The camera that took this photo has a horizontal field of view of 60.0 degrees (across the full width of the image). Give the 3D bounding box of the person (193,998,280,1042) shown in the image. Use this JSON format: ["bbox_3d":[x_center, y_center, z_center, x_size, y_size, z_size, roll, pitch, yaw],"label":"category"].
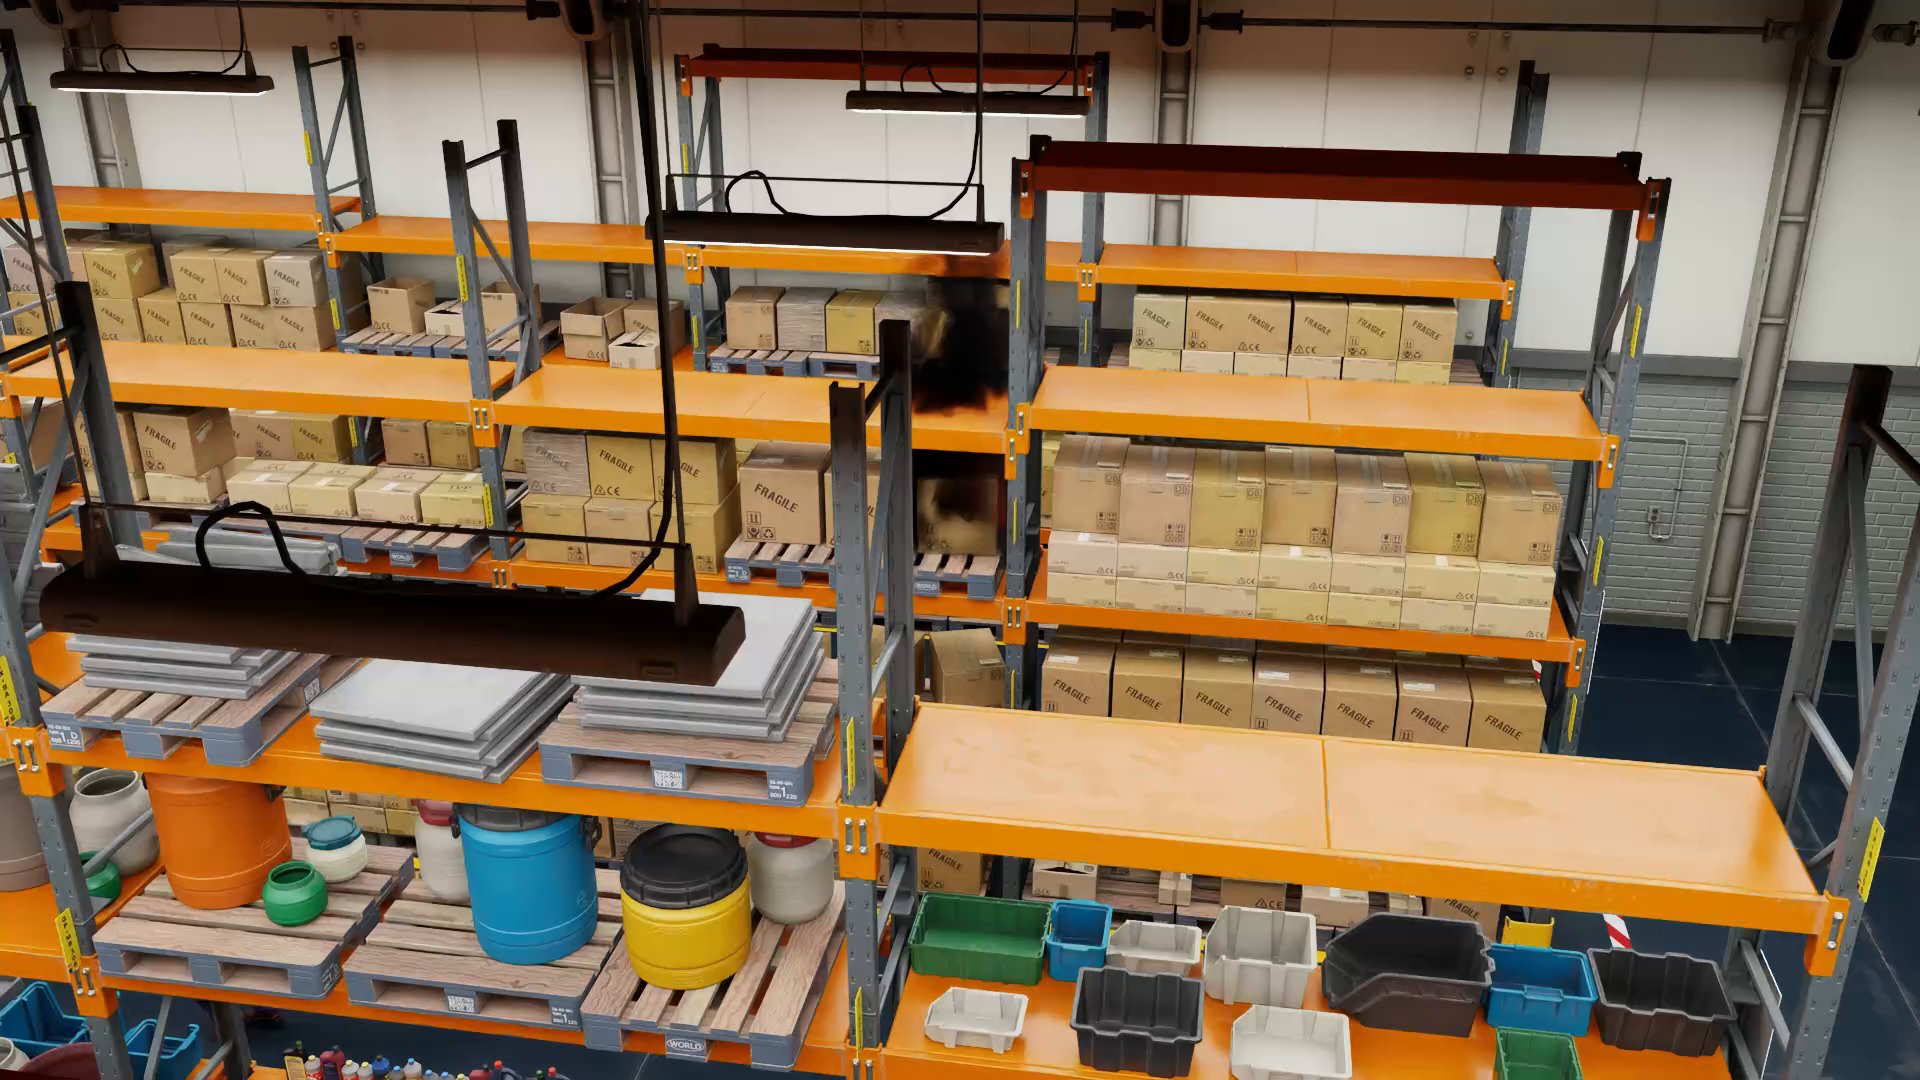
[{"bbox_3d":[-5.281,2.794,11.740,0.691,1.692,0.619,3,23,7],"label":"person"}]
